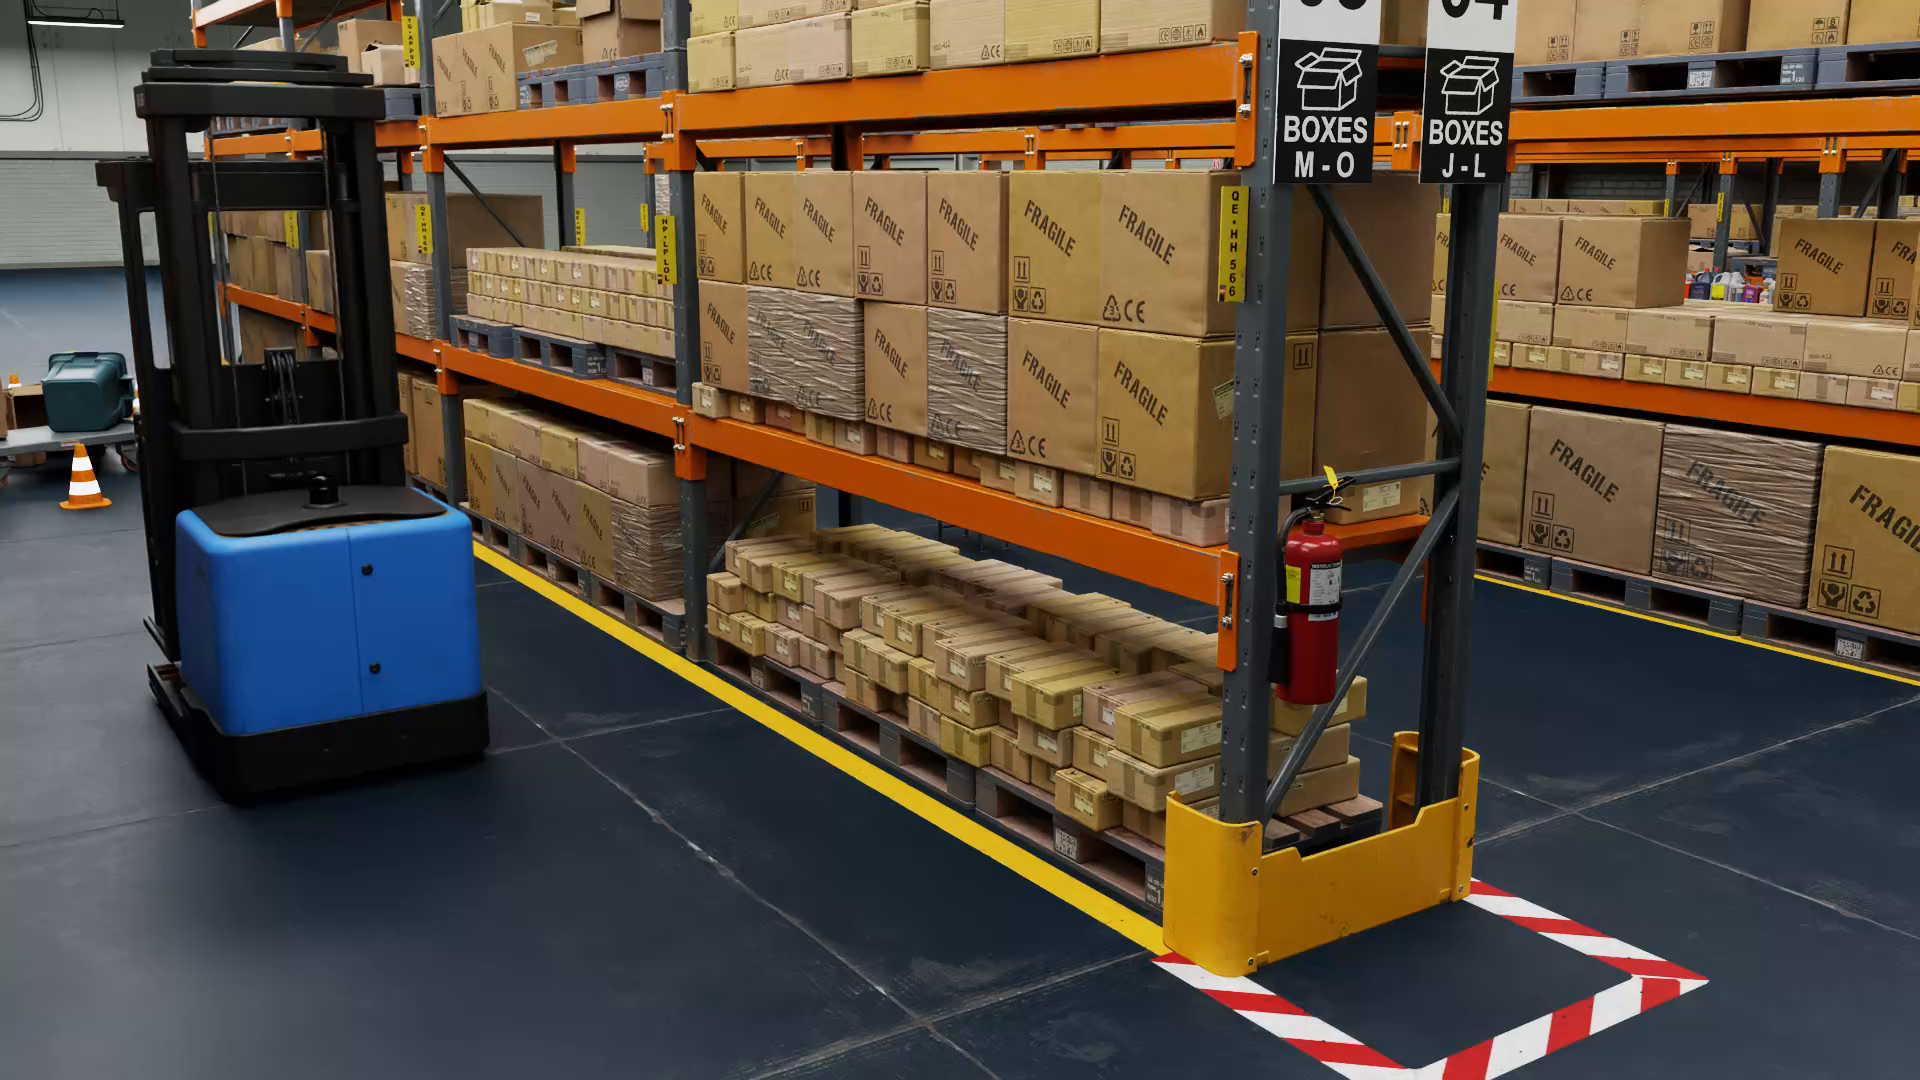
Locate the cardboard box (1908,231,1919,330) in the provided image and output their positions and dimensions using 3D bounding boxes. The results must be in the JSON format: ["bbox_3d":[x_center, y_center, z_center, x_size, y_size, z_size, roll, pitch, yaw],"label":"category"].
[{"bbox_3d":[4.952,-1.252,7.965,0.500,0.500,0.500,-8,15,-32],"label":"cardboard box"}]

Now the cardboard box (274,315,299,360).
[{"bbox_3d":[-6.185,-1.770,16.426,0.875,0.875,0.875,-8,15,-32],"label":"cardboard box"}]

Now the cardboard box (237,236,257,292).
[{"bbox_3d":[-6.837,-2.837,16.965,0.875,0.550,0.550,-8,15,-33],"label":"cardboard box"}]

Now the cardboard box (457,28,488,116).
[{"bbox_3d":[-2.798,-2.905,10.368,0.500,0.500,0.500,-8,15,-33],"label":"cardboard box"}]

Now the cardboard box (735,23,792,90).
[{"bbox_3d":[-0.638,-2.091,7.231,0.500,0.250,0.500,-8,15,-34],"label":"cardboard box"}]

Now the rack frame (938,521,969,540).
[{"bbox_3d":[-0.043,-0.600,11.297,0.240,1.200,0.015,-8,15,-33],"label":"rack frame"}]

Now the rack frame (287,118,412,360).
[{"bbox_3d":[-5.393,-2.323,14.964,1.000,3.000,0.127,-8,15,-33],"label":"rack frame"}]

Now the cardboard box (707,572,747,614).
[{"bbox_3d":[-1.026,0.244,8.217,0.380,0.149,0.250,-7,14,-30],"label":"cardboard box"}]

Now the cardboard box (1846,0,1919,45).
[{"bbox_3d":[4.897,-2.727,8.337,0.700,0.500,0.500,-9,15,-35],"label":"cardboard box"}]

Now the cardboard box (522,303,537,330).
[{"bbox_3d":[-2.498,-1.400,10.348,0.380,0.149,0.250,-8,14,-31],"label":"cardboard box"}]

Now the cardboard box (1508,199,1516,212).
[{"bbox_3d":[9.227,-5.456,27.838,0.500,0.500,0.500,-8,15,-33],"label":"cardboard box"}]

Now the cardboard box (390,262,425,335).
[{"bbox_3d":[-3.925,-1.798,12.327,0.500,0.500,0.500,-8,15,-33],"label":"cardboard box"}]

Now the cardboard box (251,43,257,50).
[{"bbox_3d":[-6.277,-4.471,15.268,0.380,0.149,0.250,-8,15,-32],"label":"cardboard box"}]

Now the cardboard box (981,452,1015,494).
[{"bbox_3d":[0.300,-0.275,6.187,0.380,0.149,0.250,-9,15,-35],"label":"cardboard box"}]

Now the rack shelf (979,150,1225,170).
[{"bbox_3d":[1.808,-4.948,21.630,1.077,0.370,4.000,-8,15,-33],"label":"rack shelf"}]

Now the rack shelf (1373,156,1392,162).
[{"bbox_3d":[5.933,-5.534,24.308,1.077,0.370,4.000,-8,15,-33],"label":"rack shelf"}]

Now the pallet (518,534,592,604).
[{"bbox_3d":[-2.073,0.106,10.381,1.003,0.211,1.213,-8,15,-33],"label":"pallet"}]

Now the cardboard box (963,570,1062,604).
[{"bbox_3d":[0.238,0.252,7.484,0.380,0.149,0.250,-9,15,-35],"label":"cardboard box"}]

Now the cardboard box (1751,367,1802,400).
[{"bbox_3d":[4.403,-0.841,8.775,0.380,0.149,0.250,-8,15,-34],"label":"cardboard box"}]

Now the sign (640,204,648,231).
[{"bbox_3d":[-3.875,-3.962,20.433,0.100,0.325,0.005,-8,15,-33],"label":"sign"}]

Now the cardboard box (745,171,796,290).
[{"bbox_3d":[-0.613,-1.384,7.396,0.500,0.500,0.500,-9,15,-34],"label":"cardboard box"}]

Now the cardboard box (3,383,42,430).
[{"bbox_3d":[-8.593,-1.198,15.664,0.637,0.503,0.797,4,13,16],"label":"cardboard box"}]

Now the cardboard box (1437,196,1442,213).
[{"bbox_3d":[2.864,-2.121,11.457,0.797,0.503,0.637,-9,15,-34],"label":"cardboard box"}]

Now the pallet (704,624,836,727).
[{"bbox_3d":[-0.559,0.577,8.228,1.003,0.211,1.213,-8,15,-33],"label":"pallet"}]

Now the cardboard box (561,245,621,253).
[{"bbox_3d":[-2.523,-1.952,11.479,0.380,0.149,0.250,-9,15,-35],"label":"cardboard box"}]

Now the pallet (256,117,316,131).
[{"bbox_3d":[-5.837,-3.892,15.324,1.003,0.211,1.213,-8,15,-33],"label":"pallet"}]

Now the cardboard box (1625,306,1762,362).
[{"bbox_3d":[4.097,-1.158,9.290,0.500,0.250,0.500,-8,15,-33],"label":"cardboard box"}]

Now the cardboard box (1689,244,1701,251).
[{"bbox_3d":[8.923,-3.491,20.514,0.500,0.311,0.500,-8,15,-33],"label":"cardboard box"}]

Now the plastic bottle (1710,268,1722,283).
[{"bbox_3d":[6.584,-2.206,14.545,0.144,0.351,0.185,-8,15,-33],"label":"plastic bottle"}]

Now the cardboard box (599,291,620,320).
[{"bbox_3d":[-1.782,-1.315,9.261,0.380,0.149,0.250,-9,15,-35],"label":"cardboard box"}]

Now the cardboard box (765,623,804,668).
[{"bbox_3d":[-0.697,0.475,7.857,0.380,0.149,0.250,-8,15,-33],"label":"cardboard box"}]

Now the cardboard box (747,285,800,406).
[{"bbox_3d":[-0.615,-0.889,7.477,0.500,0.500,0.500,-8,15,-33],"label":"cardboard box"}]

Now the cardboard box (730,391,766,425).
[{"bbox_3d":[-0.871,-0.651,7.907,0.380,0.149,0.250,-8,14,-31],"label":"cardboard box"}]

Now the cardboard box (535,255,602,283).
[{"bbox_3d":[-2.352,-1.646,10.080,0.380,0.149,0.250,-8,14,-31],"label":"cardboard box"}]

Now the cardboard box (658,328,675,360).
[{"bbox_3d":[-1.345,-1.030,8.655,0.380,0.149,0.250,-8,15,-34],"label":"cardboard box"}]

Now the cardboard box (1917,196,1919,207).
[{"bbox_3d":[13.163,-4.578,22.494,0.380,0.149,0.250,-11,16,-40],"label":"cardboard box"}]

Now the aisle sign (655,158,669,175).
[{"bbox_3d":[-3.708,-4.849,20.430,0.394,0.787,0.004,-8,15,-33],"label":"aisle sign"}]

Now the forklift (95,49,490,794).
[{"bbox_3d":[-3.221,-0.693,7.670,1.130,2.935,3.031,-8,15,-32],"label":"forklift"}]

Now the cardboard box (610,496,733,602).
[{"bbox_3d":[-1.580,0.014,9.145,0.500,0.500,0.500,-8,15,-34],"label":"cardboard box"}]

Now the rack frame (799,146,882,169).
[{"bbox_3d":[-1.207,-2.892,17.566,1.000,3.000,0.127,-8,15,-33],"label":"rack frame"}]

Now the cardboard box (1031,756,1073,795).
[{"bbox_3d":[0.489,0.839,6.195,0.380,0.149,0.250,-8,15,-33],"label":"cardboard box"}]

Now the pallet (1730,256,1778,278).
[{"bbox_3d":[9.692,-3.147,19.179,1.213,0.211,1.003,-8,15,-33],"label":"pallet"}]

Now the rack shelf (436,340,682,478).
[{"bbox_3d":[-2.068,-0.905,10.161,1.077,0.370,4.000,-8,15,-33],"label":"rack shelf"}]

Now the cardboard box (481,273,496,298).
[{"bbox_3d":[-2.924,-1.682,10.940,0.380,0.149,0.250,-7,14,-30],"label":"cardboard box"}]

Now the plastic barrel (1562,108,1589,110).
[{"bbox_3d":[5.848,-4.197,15.851,0.301,0.262,0.301,0,12,0],"label":"plastic barrel"}]

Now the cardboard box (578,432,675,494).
[{"bbox_3d":[-1.857,-0.446,9.494,0.500,0.250,0.500,-7,14,-30],"label":"cardboard box"}]

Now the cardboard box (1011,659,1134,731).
[{"bbox_3d":[0.411,0.561,6.071,0.380,0.149,0.250,-8,15,-34],"label":"cardboard box"}]

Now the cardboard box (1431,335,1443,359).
[{"bbox_3d":[3.112,-1.255,10.666,0.380,0.149,0.250,-8,15,-33],"label":"cardboard box"}]

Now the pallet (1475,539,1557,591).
[{"bbox_3d":[3.581,0.037,10.697,1.003,0.211,1.213,-8,15,-33],"label":"pallet"}]

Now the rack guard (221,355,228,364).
[{"bbox_3d":[-7.622,-1.818,18.503,1.175,0.500,0.348,-8,15,-33],"label":"rack guard"}]

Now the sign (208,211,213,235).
[{"bbox_3d":[-8.074,-3.432,17.820,0.100,0.325,0.005,-8,15,-33],"label":"sign"}]

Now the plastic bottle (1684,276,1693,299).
[{"bbox_3d":[6.379,-2.182,14.607,0.152,0.276,0.135,-8,15,-33],"label":"plastic bottle"}]

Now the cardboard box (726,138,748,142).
[{"bbox_3d":[-2.245,-4.519,18.333,0.500,0.250,0.500,-8,15,-33],"label":"cardboard box"}]

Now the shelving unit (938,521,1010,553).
[{"bbox_3d":[0.092,-0.557,11.099,0.258,1.200,0.503,-8,15,-33],"label":"shelving unit"}]

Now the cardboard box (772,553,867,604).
[{"bbox_3d":[-0.657,0.178,7.826,0.380,0.149,0.250,-8,15,-34],"label":"cardboard box"}]

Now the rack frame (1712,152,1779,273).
[{"bbox_3d":[9.258,-3.353,19.672,1.000,3.000,0.127,-8,15,-33],"label":"rack frame"}]

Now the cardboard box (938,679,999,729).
[{"bbox_3d":[0.139,0.610,6.543,0.380,0.149,0.250,-8,15,-32],"label":"cardboard box"}]
